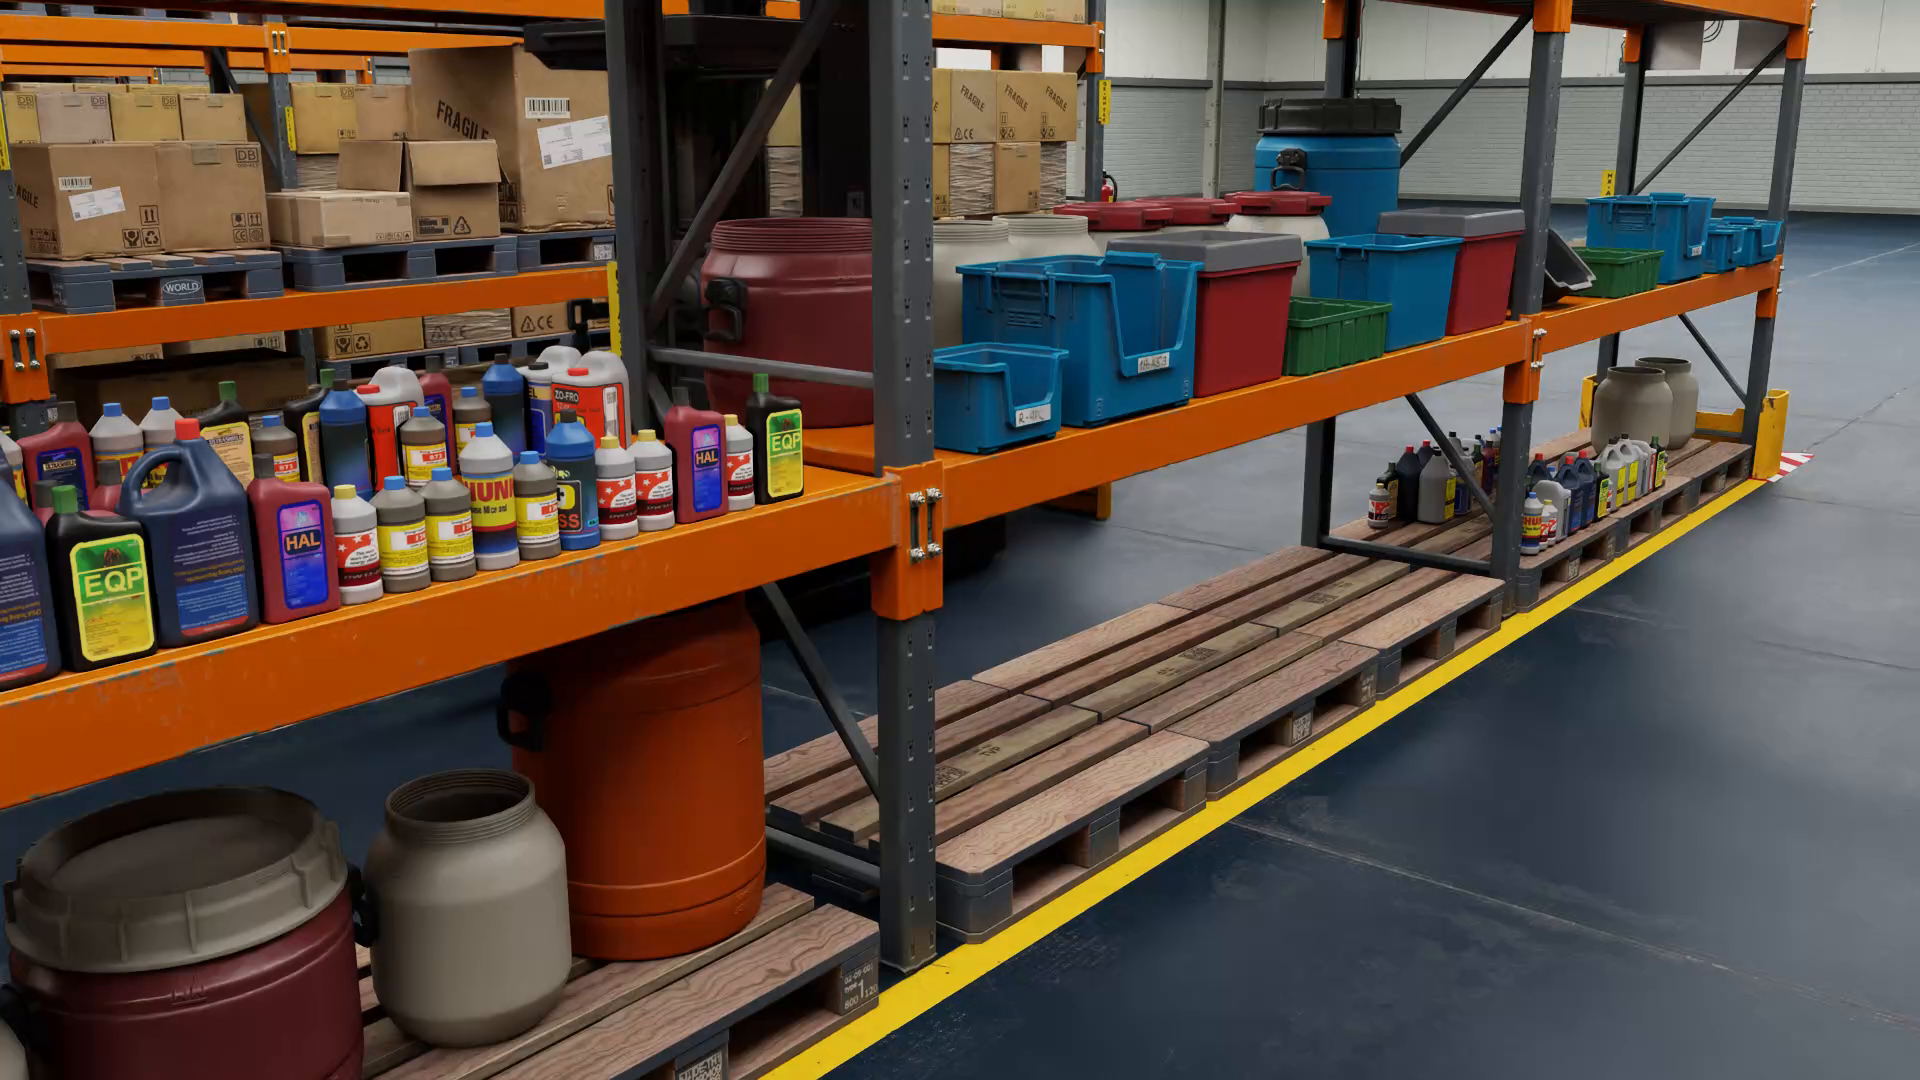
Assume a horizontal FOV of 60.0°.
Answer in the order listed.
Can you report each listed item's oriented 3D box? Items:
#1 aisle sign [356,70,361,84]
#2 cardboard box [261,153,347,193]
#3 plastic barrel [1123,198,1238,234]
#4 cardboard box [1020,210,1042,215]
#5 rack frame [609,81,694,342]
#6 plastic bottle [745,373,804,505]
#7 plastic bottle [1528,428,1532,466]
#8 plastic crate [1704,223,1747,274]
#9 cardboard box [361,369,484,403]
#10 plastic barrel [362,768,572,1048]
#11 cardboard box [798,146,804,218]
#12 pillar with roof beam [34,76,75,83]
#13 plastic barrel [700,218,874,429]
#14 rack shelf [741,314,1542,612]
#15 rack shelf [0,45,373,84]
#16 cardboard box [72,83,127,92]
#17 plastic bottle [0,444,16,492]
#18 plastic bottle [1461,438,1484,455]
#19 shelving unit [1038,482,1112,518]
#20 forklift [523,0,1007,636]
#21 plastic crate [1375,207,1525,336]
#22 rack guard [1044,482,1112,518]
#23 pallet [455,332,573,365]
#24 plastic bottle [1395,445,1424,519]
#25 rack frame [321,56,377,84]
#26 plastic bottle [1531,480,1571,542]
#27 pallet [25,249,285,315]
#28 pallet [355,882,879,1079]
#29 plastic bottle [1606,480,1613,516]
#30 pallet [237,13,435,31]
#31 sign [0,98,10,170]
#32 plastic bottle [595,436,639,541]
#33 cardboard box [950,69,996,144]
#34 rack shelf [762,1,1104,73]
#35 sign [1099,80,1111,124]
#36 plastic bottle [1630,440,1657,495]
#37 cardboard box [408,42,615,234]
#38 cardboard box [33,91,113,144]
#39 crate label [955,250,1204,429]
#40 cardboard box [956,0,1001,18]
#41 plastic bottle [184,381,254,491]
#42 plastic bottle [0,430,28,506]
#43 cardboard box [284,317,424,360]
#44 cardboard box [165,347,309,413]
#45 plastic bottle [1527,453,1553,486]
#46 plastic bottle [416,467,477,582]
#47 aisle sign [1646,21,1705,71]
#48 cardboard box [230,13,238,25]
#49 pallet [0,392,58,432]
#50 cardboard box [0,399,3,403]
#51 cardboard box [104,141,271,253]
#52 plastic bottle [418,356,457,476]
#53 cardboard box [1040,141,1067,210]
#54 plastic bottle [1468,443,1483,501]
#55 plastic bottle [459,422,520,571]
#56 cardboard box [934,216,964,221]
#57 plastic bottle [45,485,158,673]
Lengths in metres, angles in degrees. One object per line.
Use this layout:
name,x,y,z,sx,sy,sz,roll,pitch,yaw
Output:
aisle sign,-6.755,-5.488,18.853,0.394,0.787,0.004,11,18,38
cardboard box,-5.397,-2.893,13.615,0.875,0.550,0.550,11,18,38
plastic barrel,0.794,-0.971,6.076,0.433,0.535,0.433,0,14,0
cardboard box,0.395,-2.415,12.548,0.380,0.149,0.250,11,18,38
rack frame,-1.825,-1.961,10.251,1.000,3.000,0.127,11,18,38
plastic bottle,-0.409,-0.229,3.667,0.061,0.283,0.133,11,18,38
plastic bottle,3.159,-0.553,9.354,0.097,0.271,0.097,0,14,0
plastic crate,4.047,-1.623,9.221,0.499,0.251,0.408,11,18,38
cardboard box,-2.894,-0.653,9.284,0.700,0.500,0.500,9,17,33
plastic barrel,-1.067,0.792,3.613,0.421,0.512,0.421,0,14,0
cardboard box,-1.153,-2.321,10.859,0.875,0.500,0.500,11,18,38
pillar with roof beam,-8.673,-7.276,18.987,9.100,9.000,0.400,11,18,38
plastic barrel,-0.431,-0.630,4.736,0.600,0.536,0.708,11,18,38
rack shelf,0.770,-0.463,5.814,1.077,0.370,4.000,11,18,38
rack shelf,-8.276,-4.983,17.514,1.077,0.370,4.000,11,18,38
cardboard box,-8.750,-4.317,16.687,0.700,0.500,0.500,11,18,38
plastic bottle,-1.783,-0.079,2.940,0.144,0.351,0.185,11,18,38
plastic bottle,2.636,-0.385,8.684,0.152,0.276,0.135,12,18,39
shelving unit,0.266,-0.803,8.740,0.587,1.500,1.083,12,18,39
forklift,-1.102,-1.118,7.073,1.130,2.935,3.031,12,18,39
plastic crate,1.961,-1.086,6.674,0.402,0.464,0.583,11,18,38
rack guard,0.587,-0.291,9.263,0.587,0.250,0.087,12,18,39
pallet,-4.314,-1.765,15.141,1.003,0.211,1.213,11,18,38
plastic bottle,2.208,-0.292,8.166,0.144,0.351,0.185,11,18,36
rack frame,-7.019,-4.261,19.303,1.000,3.000,0.127,11,18,38
plastic bottle,2.750,-0.147,7.748,0.152,0.276,0.135,12,19,40
pallet,-3.974,-1.255,7.861,1.213,0.211,1.003,11,18,38
pallet,-0.950,1.080,3.942,1.003,0.211,1.213,11,18,38
plastic bottle,3.172,-0.229,8.221,0.097,0.201,0.097,0,14,0
pallet,-5.097,-4.314,13.600,1.003,0.211,1.213,11,18,38
sign,-3.906,-1.671,6.757,0.100,0.325,0.005,11,18,38
plastic bottle,-0.702,-0.107,3.354,0.097,0.201,0.097,0,14,0
cardboard box,-0.091,-3.069,11.773,0.500,0.500,0.500,11,18,38
rack shelf,-0.568,-3.449,11.477,1.077,0.370,4.000,11,18,38
sign,1.108,-3.352,12.731,0.100,0.325,0.005,11,18,38
plastic bottle,3.548,-0.390,8.705,0.152,0.276,0.135,11,18,38
cardboard box,-2.434,-2.325,9.611,1.000,1.000,1.000,11,18,38
cardboard box,-6.567,-2.990,12.065,0.700,0.500,0.500,11,18,38
crate label,0.348,-0.594,4.798,0.502,0.435,0.616,11,18,38
cardboard box,-0.057,-3.784,11.638,0.500,0.250,0.500,12,18,39
plastic bottle,-1.566,-0.188,3.507,0.061,0.283,0.133,11,18,38
plastic bottle,-1.830,-0.094,3.163,0.097,0.271,0.097,0,14,0
cardboard box,-5.170,-2.031,13.990,0.875,0.875,0.875,12,18,38
cardboard box,-3.616,-0.796,8.326,0.500,0.250,0.500,-14,20,-43
plastic bottle,2.745,-0.237,7.949,0.144,0.351,0.185,11,18,38
plastic bottle,-0.947,-0.032,3.061,0.097,0.201,0.097,0,14,0
aisle sign,4.358,-3.280,10.161,0.394,0.787,0.004,11,18,38
cardboard box,-7.771,-5.450,17.593,0.500,0.250,0.500,12,18,39
pallet,-6.813,-1.002,12.140,1.003,0.211,1.213,11,18,38
cardboard box,-7.134,-1.366,11.623,1.050,0.750,0.750,12,18,38
cardboard box,-3.758,-1.679,8.084,0.500,0.500,0.700,-13,19,-41
plastic bottle,-1.252,-0.283,3.883,0.061,0.283,0.133,11,18,38
cardboard box,0.322,-2.819,12.819,0.875,0.500,0.500,11,18,38
plastic bottle,2.627,-0.347,8.520,0.061,0.283,0.133,11,18,38
plastic bottle,-0.886,-0.085,3.126,0.097,0.271,0.097,0,14,0
cardboard box,-0.191,-2.215,11.762,0.380,0.149,0.250,11,18,38
plastic bottle,-1.328,0.051,2.566,0.061,0.283,0.133,11,18,38
